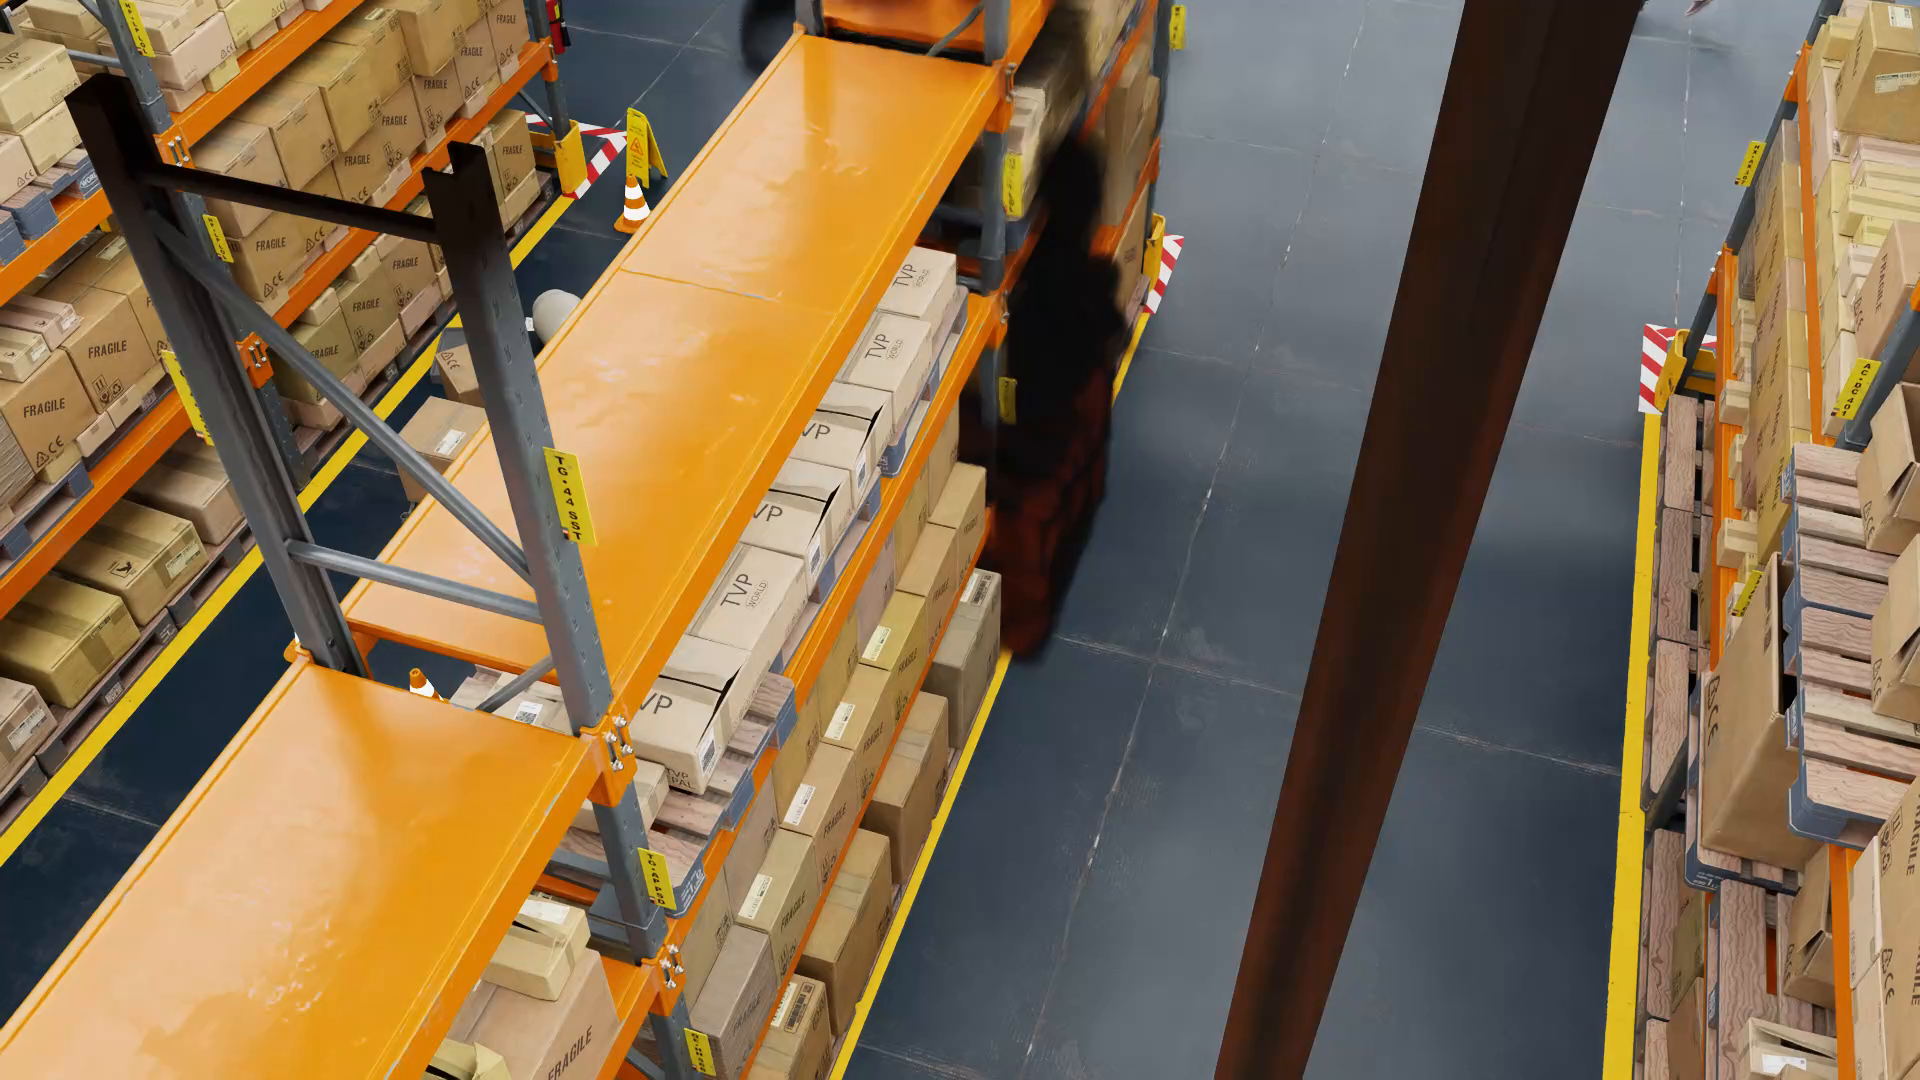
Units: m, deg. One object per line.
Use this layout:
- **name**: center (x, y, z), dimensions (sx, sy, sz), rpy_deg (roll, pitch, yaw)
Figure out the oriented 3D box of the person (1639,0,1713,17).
- **person**: center (6.717, -5.614, 15.453), dimensions (0.868, 1.636, 0.578), rpy_deg (32, 54, 27)
